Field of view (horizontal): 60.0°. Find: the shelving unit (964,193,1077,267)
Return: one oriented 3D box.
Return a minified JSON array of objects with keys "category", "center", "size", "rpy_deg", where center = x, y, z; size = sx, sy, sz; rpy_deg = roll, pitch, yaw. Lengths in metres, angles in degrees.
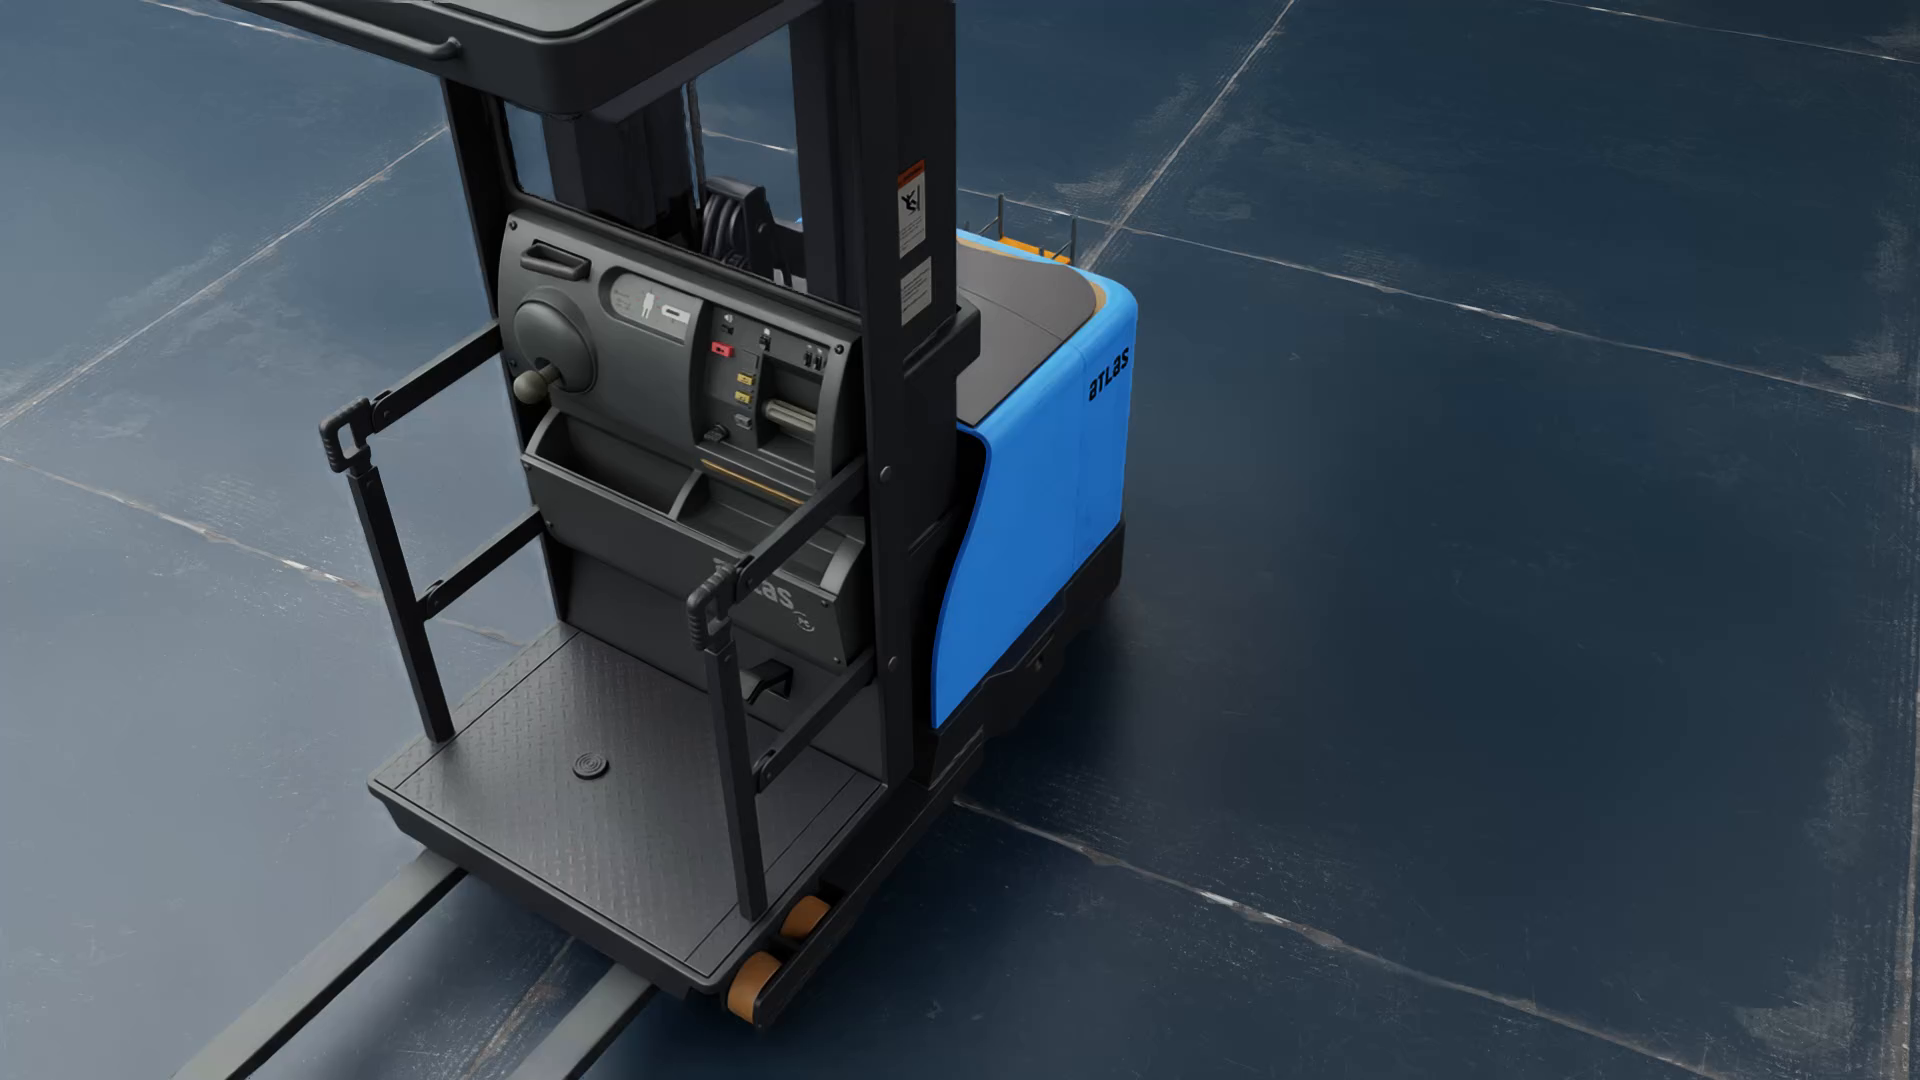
[{"category":"shelving unit","center":[0.171,-0.506,5.032],"size":[0.252,1.050,0.215],"rpy_deg":[23,46,24]}]

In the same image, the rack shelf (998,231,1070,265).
[{"category":"rack shelf","center":[0.171,-0.712,4.853],"size":[0.240,0.259,0.215],"rpy_deg":[23,46,24]}]

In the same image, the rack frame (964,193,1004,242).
[{"category":"rack frame","center":[0.069,-0.549,5.082],"size":[0.008,1.050,0.200],"rpy_deg":[23,46,24]}]

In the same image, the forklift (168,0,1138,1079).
[{"category":"forklift","center":[-0.735,-0.323,3.385],"size":[1.130,2.935,3.031],"rpy_deg":[23,46,24]}]

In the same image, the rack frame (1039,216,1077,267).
[{"category":"rack frame","center":[0.274,-0.463,4.982],"size":[0.008,1.050,0.200],"rpy_deg":[23,46,24]}]
